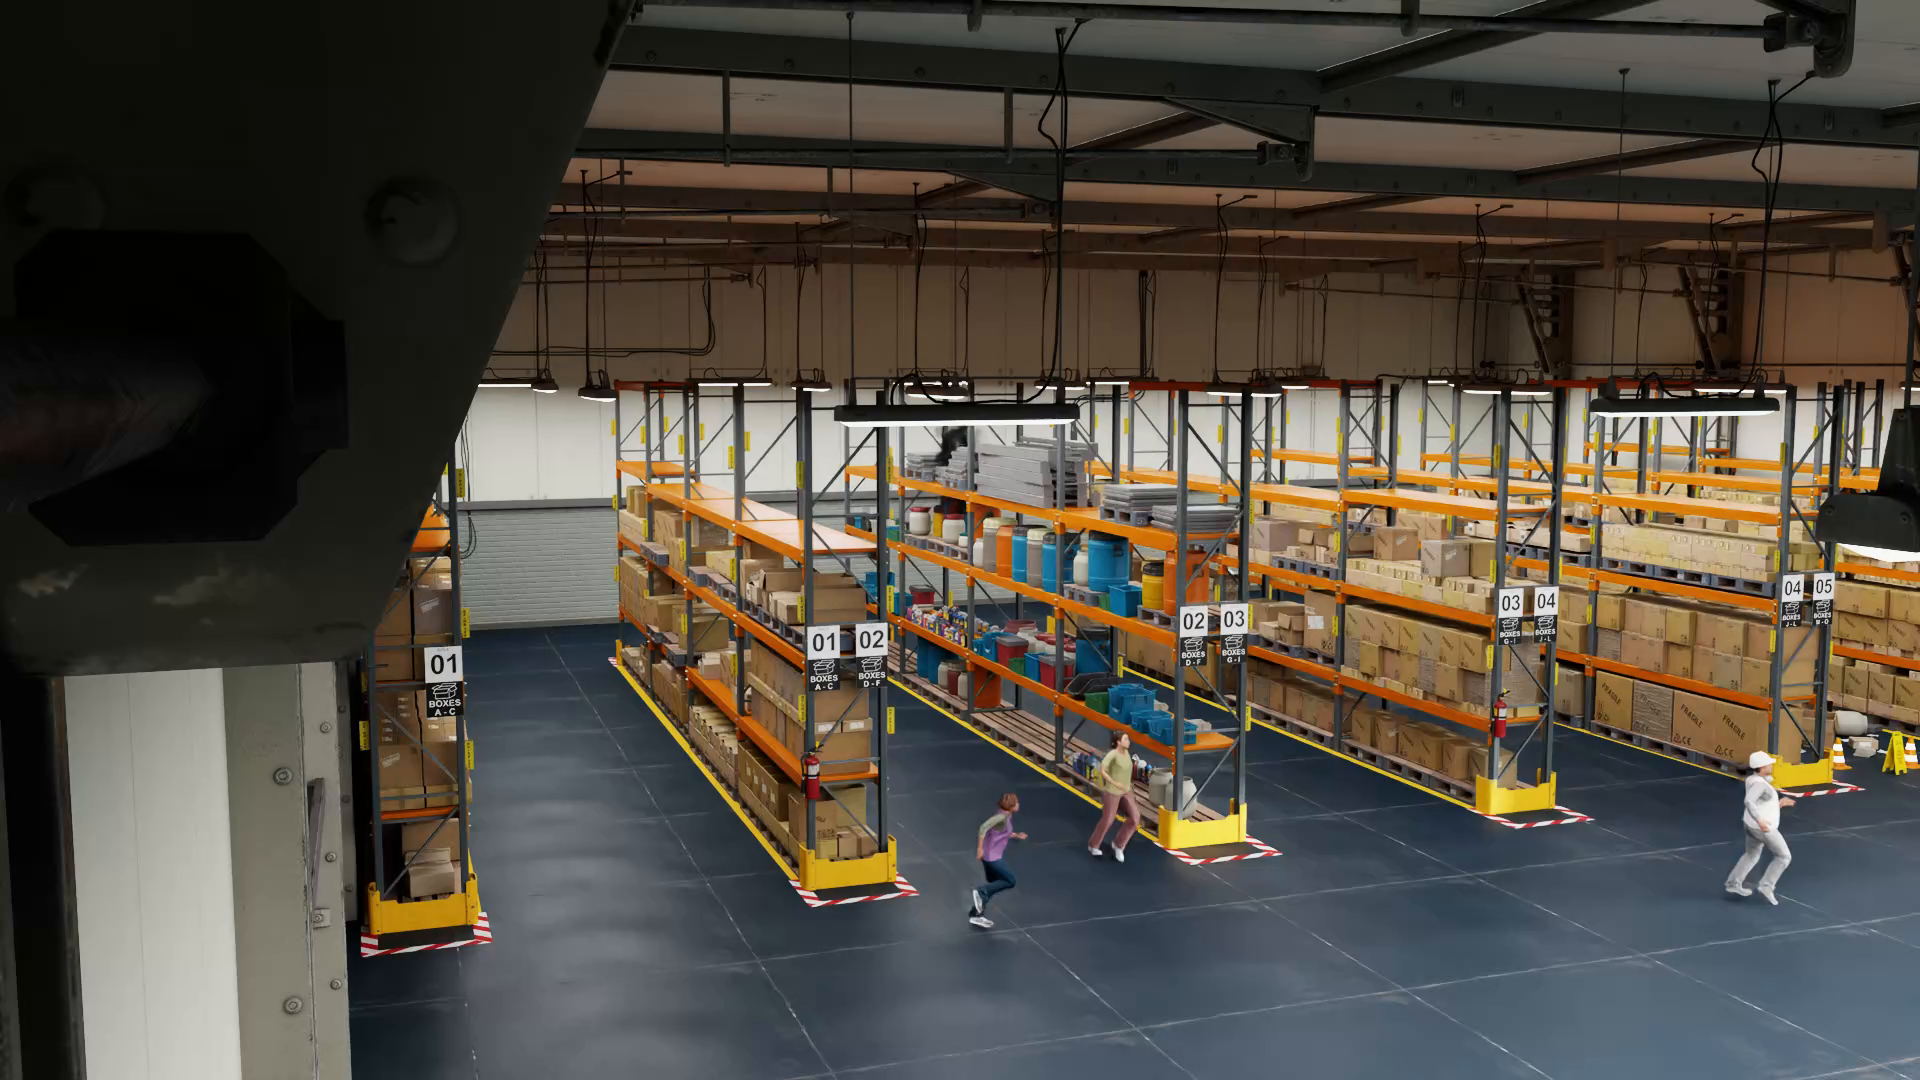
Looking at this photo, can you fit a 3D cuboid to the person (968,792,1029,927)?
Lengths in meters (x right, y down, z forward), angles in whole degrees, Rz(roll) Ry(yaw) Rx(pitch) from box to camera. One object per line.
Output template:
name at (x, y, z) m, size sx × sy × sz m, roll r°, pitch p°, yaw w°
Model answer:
person at (0.436, 3.600, 18.755) m, size 0.683 × 1.529 × 0.525 m, roll 0°, pitch 6°, yaw 0°

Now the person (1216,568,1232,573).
person at (6.409, 1.233, 40.657) m, size 0.615 × 1.656 × 0.606 m, roll -5°, pitch 8°, yaw -42°

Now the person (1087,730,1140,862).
person at (2.039, 3.263, 21.381) m, size 0.636 × 1.660 × 0.664 m, roll -5°, pitch 8°, yaw -40°

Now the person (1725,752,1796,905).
person at (9.444, 3.389, 19.580) m, size 0.729 × 1.807 × 0.627 m, roll 1°, pitch 6°, yaw 7°
